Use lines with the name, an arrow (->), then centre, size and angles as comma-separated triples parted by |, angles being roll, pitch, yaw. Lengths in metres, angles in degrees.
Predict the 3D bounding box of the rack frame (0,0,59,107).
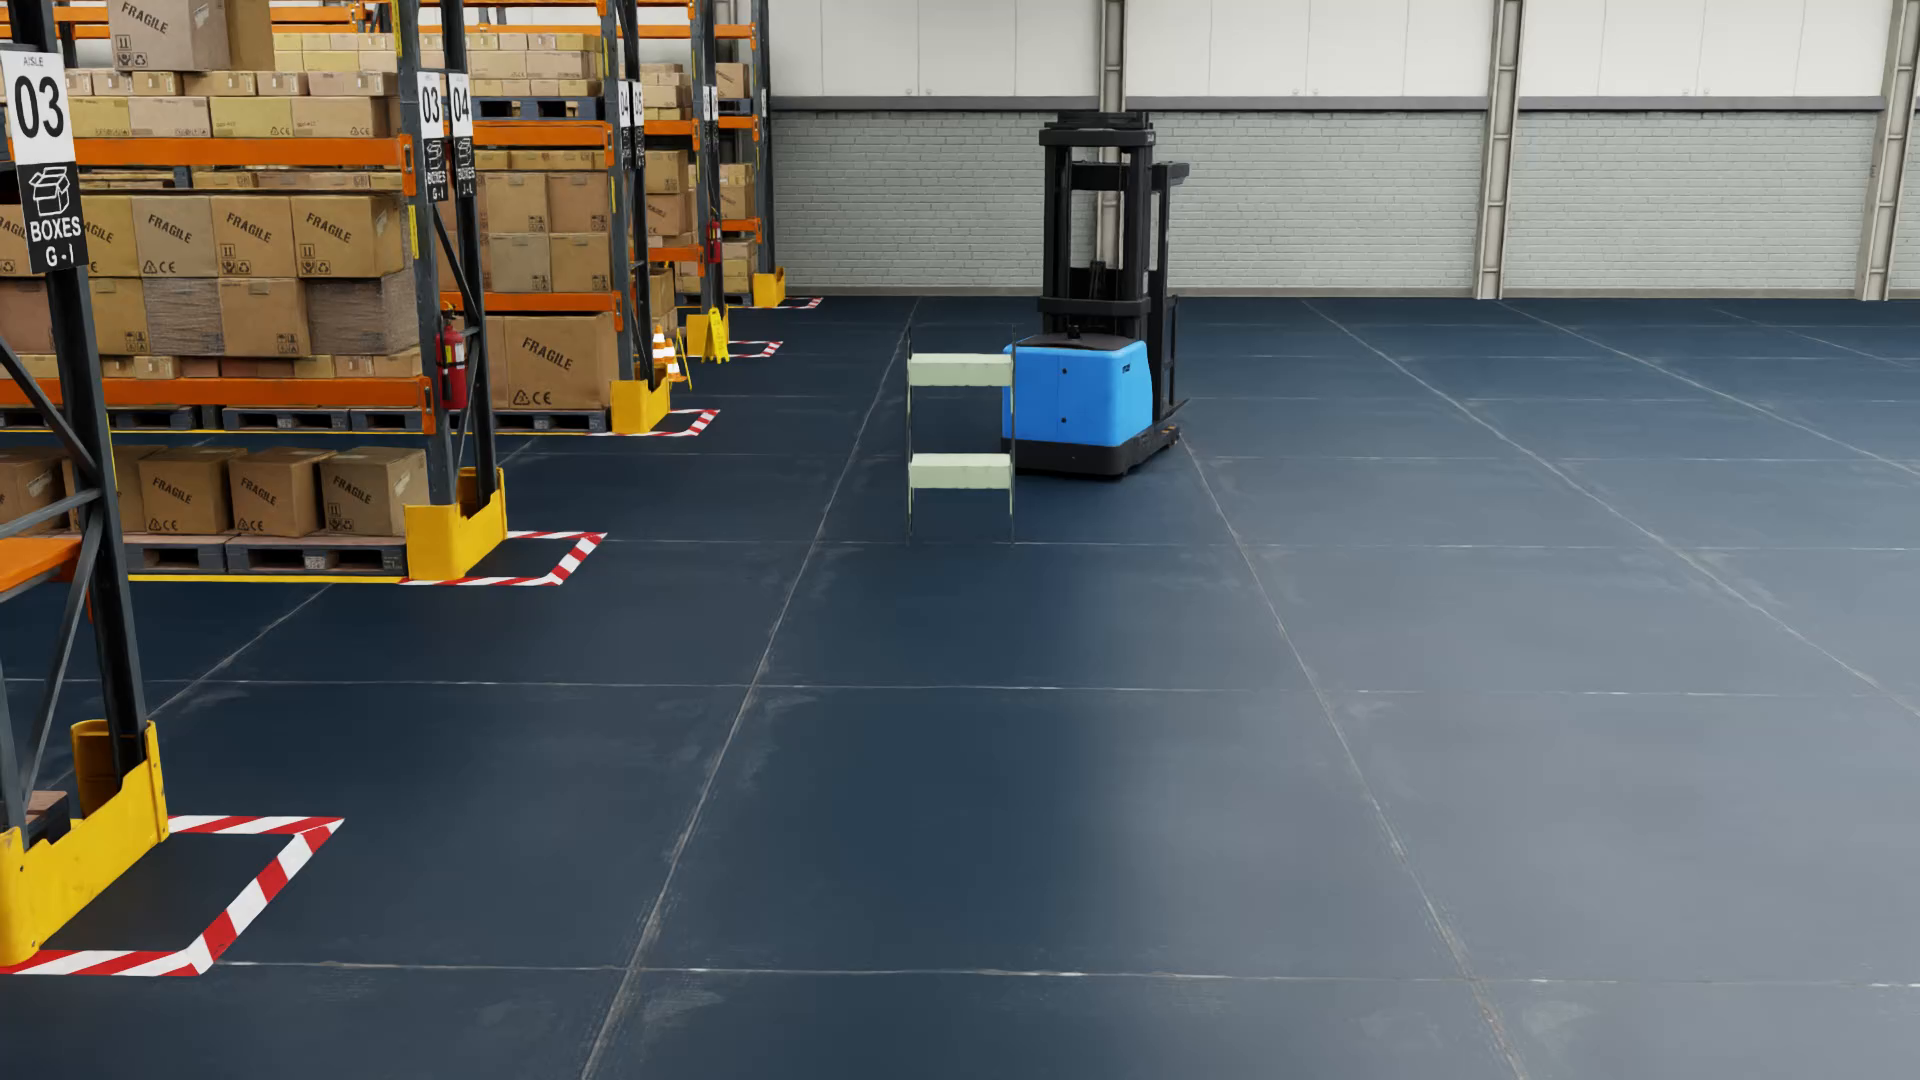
rack frame -> -3.474, -2.972, 5.464 | 0.127, 3.000, 1.000 | 0, 15, 1

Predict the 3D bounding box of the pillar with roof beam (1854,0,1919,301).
pillar with roof beam -> 14.240, -7.047, 20.911 | 0.400, 9.000, 9.100 | 0, 15, 1

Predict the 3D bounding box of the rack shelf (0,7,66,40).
rack shelf -> -13.091, -6.286, 20.220 | 4.000, 0.370, 1.077 | 0, 15, 1

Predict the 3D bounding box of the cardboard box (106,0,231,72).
cardboard box -> -4.903, -3.164, 10.313 | 0.500, 0.500, 0.500 | 0, 15, 1

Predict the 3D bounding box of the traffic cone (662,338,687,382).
traffic cone -> -3.245, -2.023, 18.602 | 0.334, 0.463, 0.336 | 0, 15, 1

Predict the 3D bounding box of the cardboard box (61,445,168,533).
cardboard box -> -5.751, -0.356, 11.386 | 0.500, 0.500, 0.500 | -1, 15, -4

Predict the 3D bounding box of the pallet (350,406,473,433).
pallet -> -5.137, -1.244, 16.141 | 1.213, 0.211, 1.003 | 0, 15, 1

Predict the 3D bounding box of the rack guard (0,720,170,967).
rack guard -> -3.551, 1.149, 6.504 | 0.348, 0.500, 1.175 | 0, 15, 1

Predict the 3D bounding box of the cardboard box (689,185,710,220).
cardboard box -> -3.988, -5.118, 25.161 | 0.500, 0.500, 0.500 | 1, 15, 3

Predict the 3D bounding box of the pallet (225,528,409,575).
pallet -> -4.234, -0.001, 11.428 | 1.213, 0.211, 1.003 | 0, 15, 1

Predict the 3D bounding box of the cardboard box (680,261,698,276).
cardboard box -> -3.967, -4.172, 25.360 | 0.500, 0.250, 0.500 | 0, 15, 1

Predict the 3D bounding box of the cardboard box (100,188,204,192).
cardboard box -> -5.389, -2.092, 11.152 | 0.500, 0.500, 0.500 | 0, 15, 1

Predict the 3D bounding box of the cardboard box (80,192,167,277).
cardboard box -> -5.403, -1.961, 10.655 | 0.500, 0.500, 0.500 | 0, 15, 1

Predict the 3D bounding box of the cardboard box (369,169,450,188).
cardboard box -> -5.131, -3.194, 15.655 | 0.500, 0.550, 0.875 | 0, 15, 1

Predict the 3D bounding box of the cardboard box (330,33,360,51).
cardboard box -> -5.490, -4.493, 15.021 | 0.250, 0.149, 0.380 | 0, 15, 1

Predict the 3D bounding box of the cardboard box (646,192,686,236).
cardboard box -> -3.644, -3.987, 20.292 | 0.500, 0.500, 0.500 | 0, 15, 0

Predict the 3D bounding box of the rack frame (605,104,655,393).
rack frame -> -3.119, -2.598, 15.808 | 0.127, 3.000, 1.000 | 0, 15, 1

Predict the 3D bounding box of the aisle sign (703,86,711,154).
aisle sign -> -3.039, -5.044, 19.982 | 0.004, 0.787, 0.394 | 0, 15, 1

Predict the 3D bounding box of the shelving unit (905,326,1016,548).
shelving unit -> 0.007, -0.725, 11.649 | 0.755, 1.500, 0.431 | 0, 15, 1

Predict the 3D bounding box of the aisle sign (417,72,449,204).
aisle sign -> -3.293, -2.514, 10.393 | 0.004, 0.787, 0.394 | 0, 15, 1

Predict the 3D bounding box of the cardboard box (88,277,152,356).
cardboard box -> -5.397, -1.530, 10.980 | 0.500, 0.500, 0.875 | 0, 15, 1

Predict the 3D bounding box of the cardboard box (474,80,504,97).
cardboard box -> -4.222, -4.100, 15.092 | 0.250, 0.149, 0.380 | 1, 15, 2

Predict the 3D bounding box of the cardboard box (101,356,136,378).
cardboard box -> -5.388, -1.164, 10.865 | 0.250, 0.149, 0.380 | 0, 15, 1

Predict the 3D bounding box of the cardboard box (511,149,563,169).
cardboard box -> -5.124, -4.506, 20.298 | 0.500, 0.500, 0.700 | 0, 15, 1

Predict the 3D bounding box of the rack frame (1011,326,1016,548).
rack frame -> 0.373, -0.723, 11.639 | 0.023, 1.500, 0.400 | 0, 15, 1

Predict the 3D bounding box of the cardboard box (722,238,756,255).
cardboard box -> -3.447, -4.536, 25.758 | 0.500, 0.250, 0.500 | 0, 15, 1

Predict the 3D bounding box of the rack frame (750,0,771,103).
rack frame -> -2.971, -8.028, 24.628 | 0.127, 3.000, 1.000 | 0, 15, 1

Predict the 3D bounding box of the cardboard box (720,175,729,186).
cardboard box -> -3.581, -5.414, 25.013 | 0.250, 0.149, 0.380 | 1, 15, 2

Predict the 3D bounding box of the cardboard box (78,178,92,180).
cardboard box -> -8.634, -3.164, 15.797 | 0.500, 0.500, 0.700 | 0, 15, 2

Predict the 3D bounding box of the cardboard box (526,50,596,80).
cardboard box -> -3.616, -4.303, 15.083 | 0.500, 0.250, 0.500 | 1, 15, 2

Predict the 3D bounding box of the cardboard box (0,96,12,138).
cardboard box -> -5.877, -2.662, 10.462 | 0.500, 0.250, 0.500 | 0, 15, -1

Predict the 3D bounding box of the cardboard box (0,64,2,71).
cardboard box -> -8.876, -4.238, 15.300 | 0.500, 0.311, 0.500 | 0, 15, -1

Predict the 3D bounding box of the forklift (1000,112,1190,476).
forklift -> 1.360, -2.276, 14.721 | 1.130, 2.935, 3.031 | 6, 16, 21

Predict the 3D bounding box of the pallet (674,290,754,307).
pallet -> -3.736, -3.773, 25.728 | 1.213, 0.211, 1.003 | 0, 15, 1

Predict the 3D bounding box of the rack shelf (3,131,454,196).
rack shelf -> -5.346, -2.450, 10.775 | 4.000, 0.370, 1.077 | 0, 15, 1

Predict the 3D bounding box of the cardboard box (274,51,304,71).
cardboard box -> -6.132, -4.320, 15.146 | 0.500, 0.250, 0.500 | 0, 15, 1

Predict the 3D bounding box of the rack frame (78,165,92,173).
rack frame -> -11.091, -3.913, 20.793 | 0.127, 3.000, 1.000 | 0, 15, 1

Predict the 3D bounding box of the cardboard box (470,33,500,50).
cardboard box -> -4.229, -4.485, 14.989 | 0.250, 0.149, 0.380 | 1, 15, 2

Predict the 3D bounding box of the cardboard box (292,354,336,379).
cardboard box -> -4.138, -1.152, 10.819 | 0.250, 0.149, 0.380 | 0, 15, 1

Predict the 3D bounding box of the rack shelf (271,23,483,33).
rack shelf -> -8.969, -7.526, 24.919 | 4.000, 0.370, 1.077 | 0, 15, 1

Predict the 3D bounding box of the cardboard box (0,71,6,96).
cardboard box -> -5.980, -2.844, 10.372 | 0.250, 0.149, 0.380 | 0, 15, 0

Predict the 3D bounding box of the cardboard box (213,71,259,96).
cardboard box -> -4.418, -2.828, 10.311 | 0.250, 0.149, 0.380 | 0, 15, 2

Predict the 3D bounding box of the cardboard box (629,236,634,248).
cardboard box -> -3.985, -3.668, 20.356 | 0.250, 0.149, 0.380 | 0, 15, 0

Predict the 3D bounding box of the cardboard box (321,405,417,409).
cardboard box -> -5.590, -1.773, 16.023 | 0.875, 0.875, 0.875 | 0, 15, 2

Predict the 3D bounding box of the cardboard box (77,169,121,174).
cardboard box -> -13.187, -5.388, 25.363 | 0.500, 0.500, 0.700 | 0, 15, 1

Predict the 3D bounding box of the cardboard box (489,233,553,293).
cardboard box -> -4.042, -2.660, 15.747 | 0.550, 0.550, 0.875 | 0, 15, 1

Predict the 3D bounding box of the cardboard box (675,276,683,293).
cardboard box -> -4.445, -3.934, 25.440 | 0.500, 0.250, 0.500 | 1, 15, 2

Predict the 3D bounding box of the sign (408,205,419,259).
sign -> -3.381, -1.905, 10.293 | 0.005, 0.325, 0.100 | 0, 15, 1

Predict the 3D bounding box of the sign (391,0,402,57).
sign -> -3.381, -3.071, 9.985 | 0.005, 0.325, 0.100 | 0, 15, 1

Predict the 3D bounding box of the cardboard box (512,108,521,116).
cardboard box -> -5.243, -5.141, 20.060 | 0.250, 0.149, 0.380 | 0, 15, 2

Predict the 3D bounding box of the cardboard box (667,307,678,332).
cardboard box -> -3.893, -2.811, 21.180 | 0.500, 0.250, 0.500 | 0, 15, 1

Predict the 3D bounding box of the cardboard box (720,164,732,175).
cardboard box -> -3.582, -5.575, 25.041 | 0.250, 0.149, 0.380 | 0, 15, 2

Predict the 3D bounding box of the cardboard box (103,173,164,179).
cardboard box -> -10.126, -4.245, 20.448 | 0.500, 0.500, 0.500 | 1, 15, 4

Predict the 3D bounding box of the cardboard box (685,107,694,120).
cardboard box -> -3.417, -5.275, 20.567 | 0.250, 0.149, 0.380 | 0, 15, 1

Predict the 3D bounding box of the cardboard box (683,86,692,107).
cardboard box -> -3.590, -5.454, 20.464 | 0.500, 0.250, 0.500 | 0, 15, 0
